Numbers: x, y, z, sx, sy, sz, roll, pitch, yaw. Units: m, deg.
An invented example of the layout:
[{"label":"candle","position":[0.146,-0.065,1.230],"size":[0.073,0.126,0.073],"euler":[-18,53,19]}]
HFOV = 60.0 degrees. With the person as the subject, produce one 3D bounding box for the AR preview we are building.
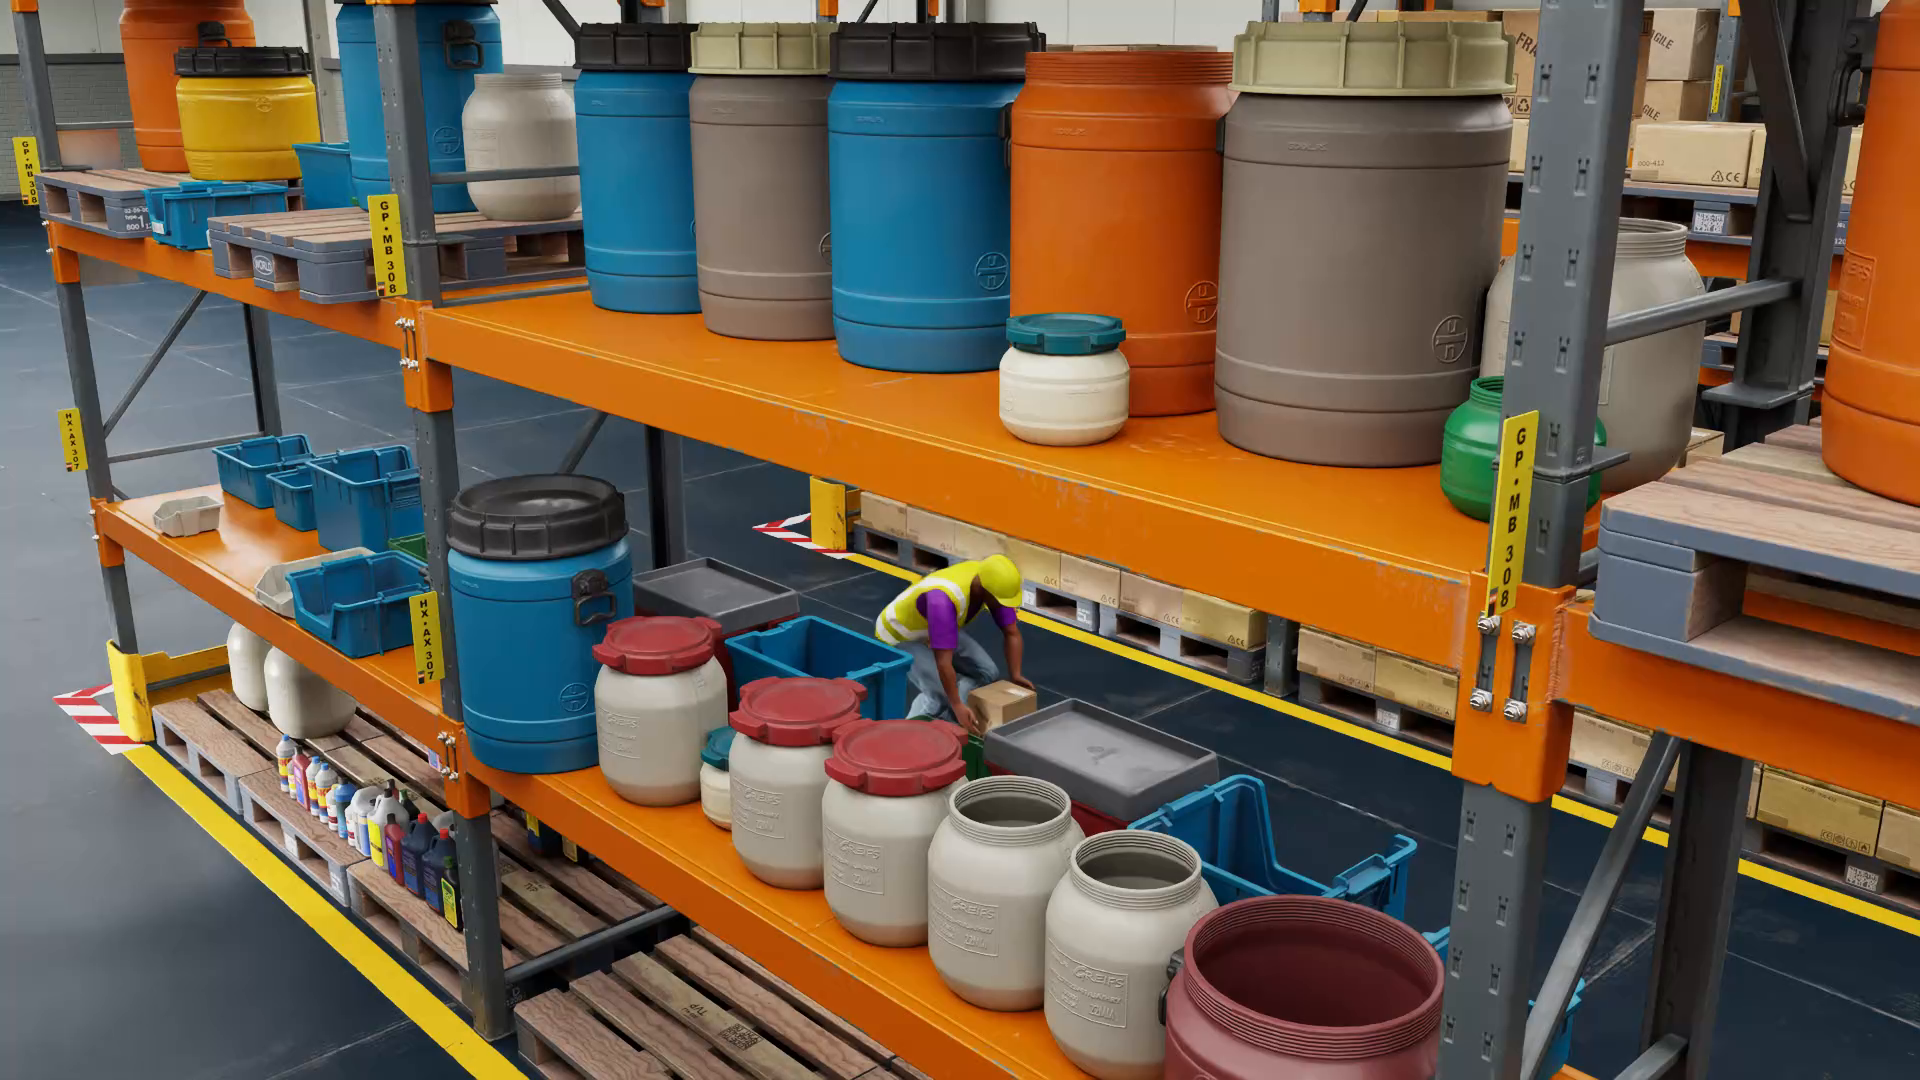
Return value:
[{"label":"person","position":[-0.023,0.563,8.724],"size":[0.612,1.156,0.852],"euler":[-16,23,-41]}]
